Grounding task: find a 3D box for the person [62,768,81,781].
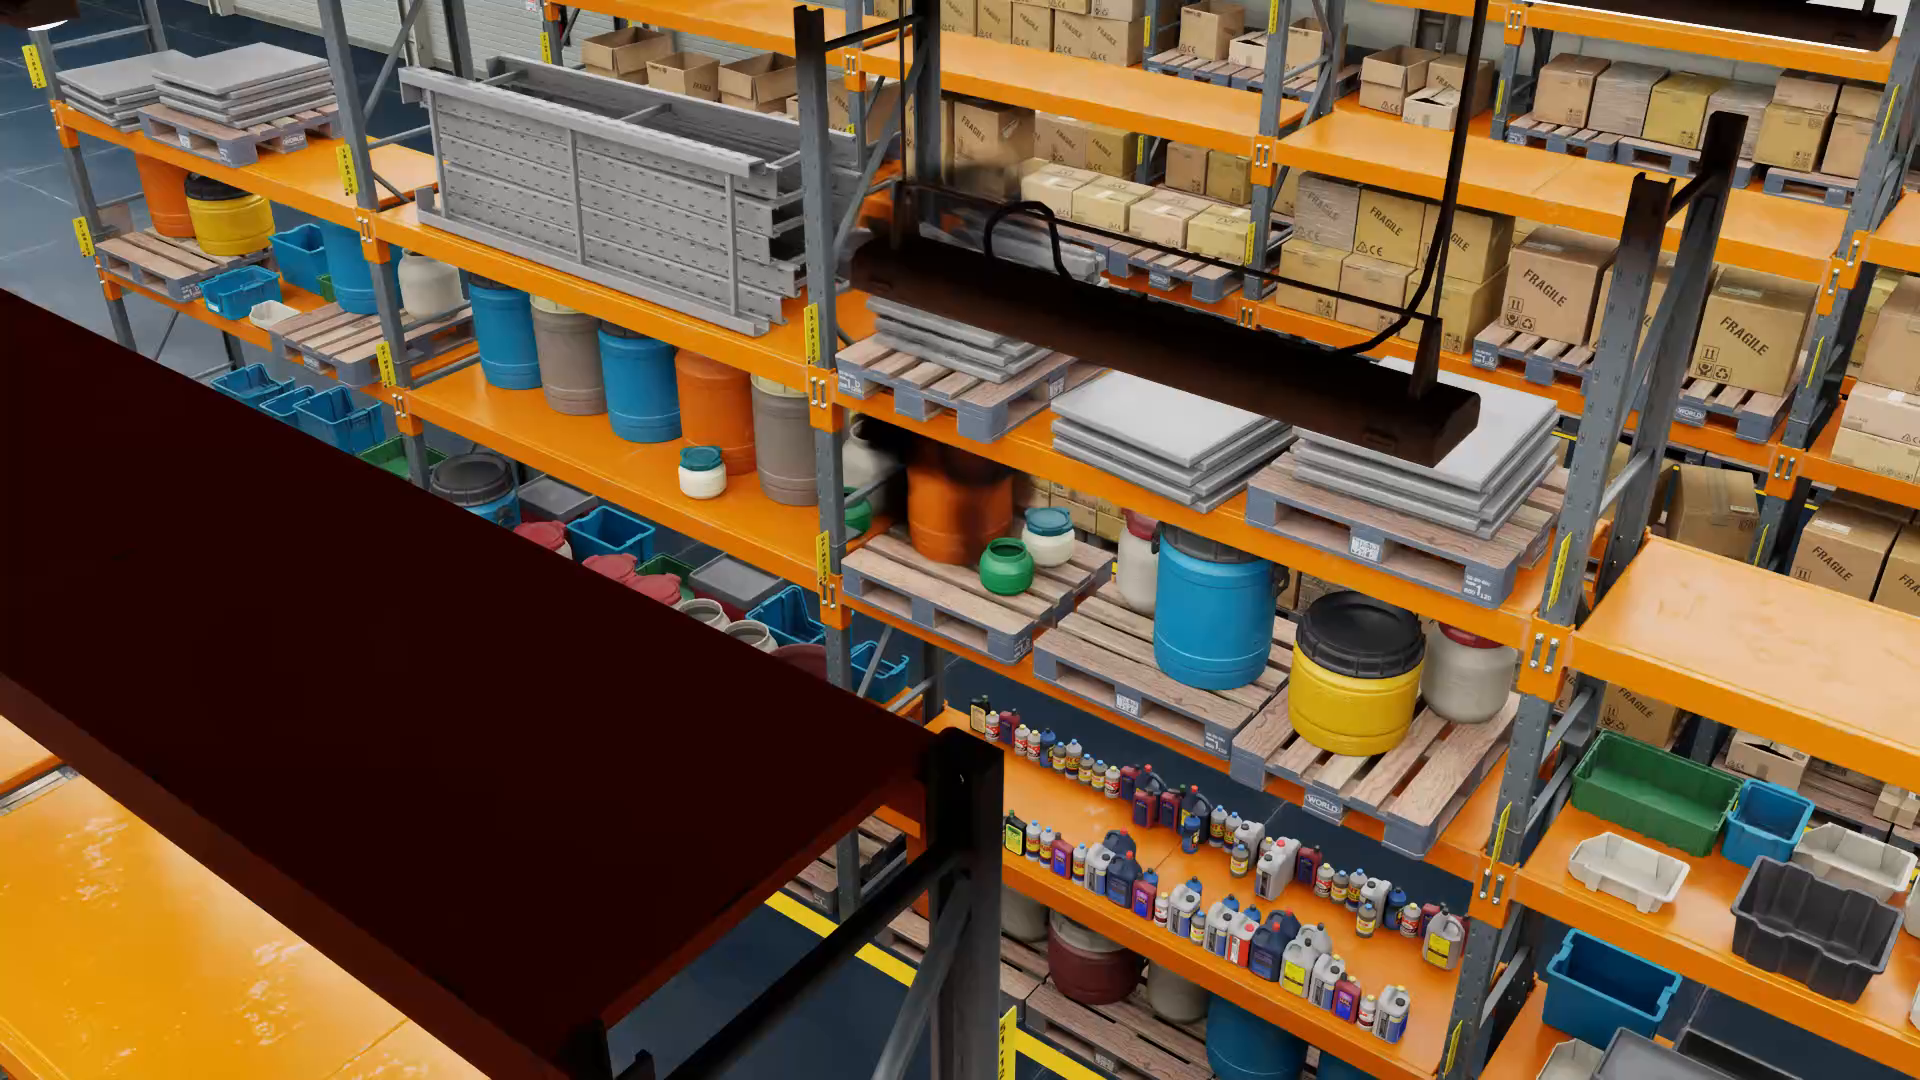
[{"bbox_3d":[-5.345,1.927,10.552,0.603,1.699,0.475,-11,33,-18],"label":"person"}]
